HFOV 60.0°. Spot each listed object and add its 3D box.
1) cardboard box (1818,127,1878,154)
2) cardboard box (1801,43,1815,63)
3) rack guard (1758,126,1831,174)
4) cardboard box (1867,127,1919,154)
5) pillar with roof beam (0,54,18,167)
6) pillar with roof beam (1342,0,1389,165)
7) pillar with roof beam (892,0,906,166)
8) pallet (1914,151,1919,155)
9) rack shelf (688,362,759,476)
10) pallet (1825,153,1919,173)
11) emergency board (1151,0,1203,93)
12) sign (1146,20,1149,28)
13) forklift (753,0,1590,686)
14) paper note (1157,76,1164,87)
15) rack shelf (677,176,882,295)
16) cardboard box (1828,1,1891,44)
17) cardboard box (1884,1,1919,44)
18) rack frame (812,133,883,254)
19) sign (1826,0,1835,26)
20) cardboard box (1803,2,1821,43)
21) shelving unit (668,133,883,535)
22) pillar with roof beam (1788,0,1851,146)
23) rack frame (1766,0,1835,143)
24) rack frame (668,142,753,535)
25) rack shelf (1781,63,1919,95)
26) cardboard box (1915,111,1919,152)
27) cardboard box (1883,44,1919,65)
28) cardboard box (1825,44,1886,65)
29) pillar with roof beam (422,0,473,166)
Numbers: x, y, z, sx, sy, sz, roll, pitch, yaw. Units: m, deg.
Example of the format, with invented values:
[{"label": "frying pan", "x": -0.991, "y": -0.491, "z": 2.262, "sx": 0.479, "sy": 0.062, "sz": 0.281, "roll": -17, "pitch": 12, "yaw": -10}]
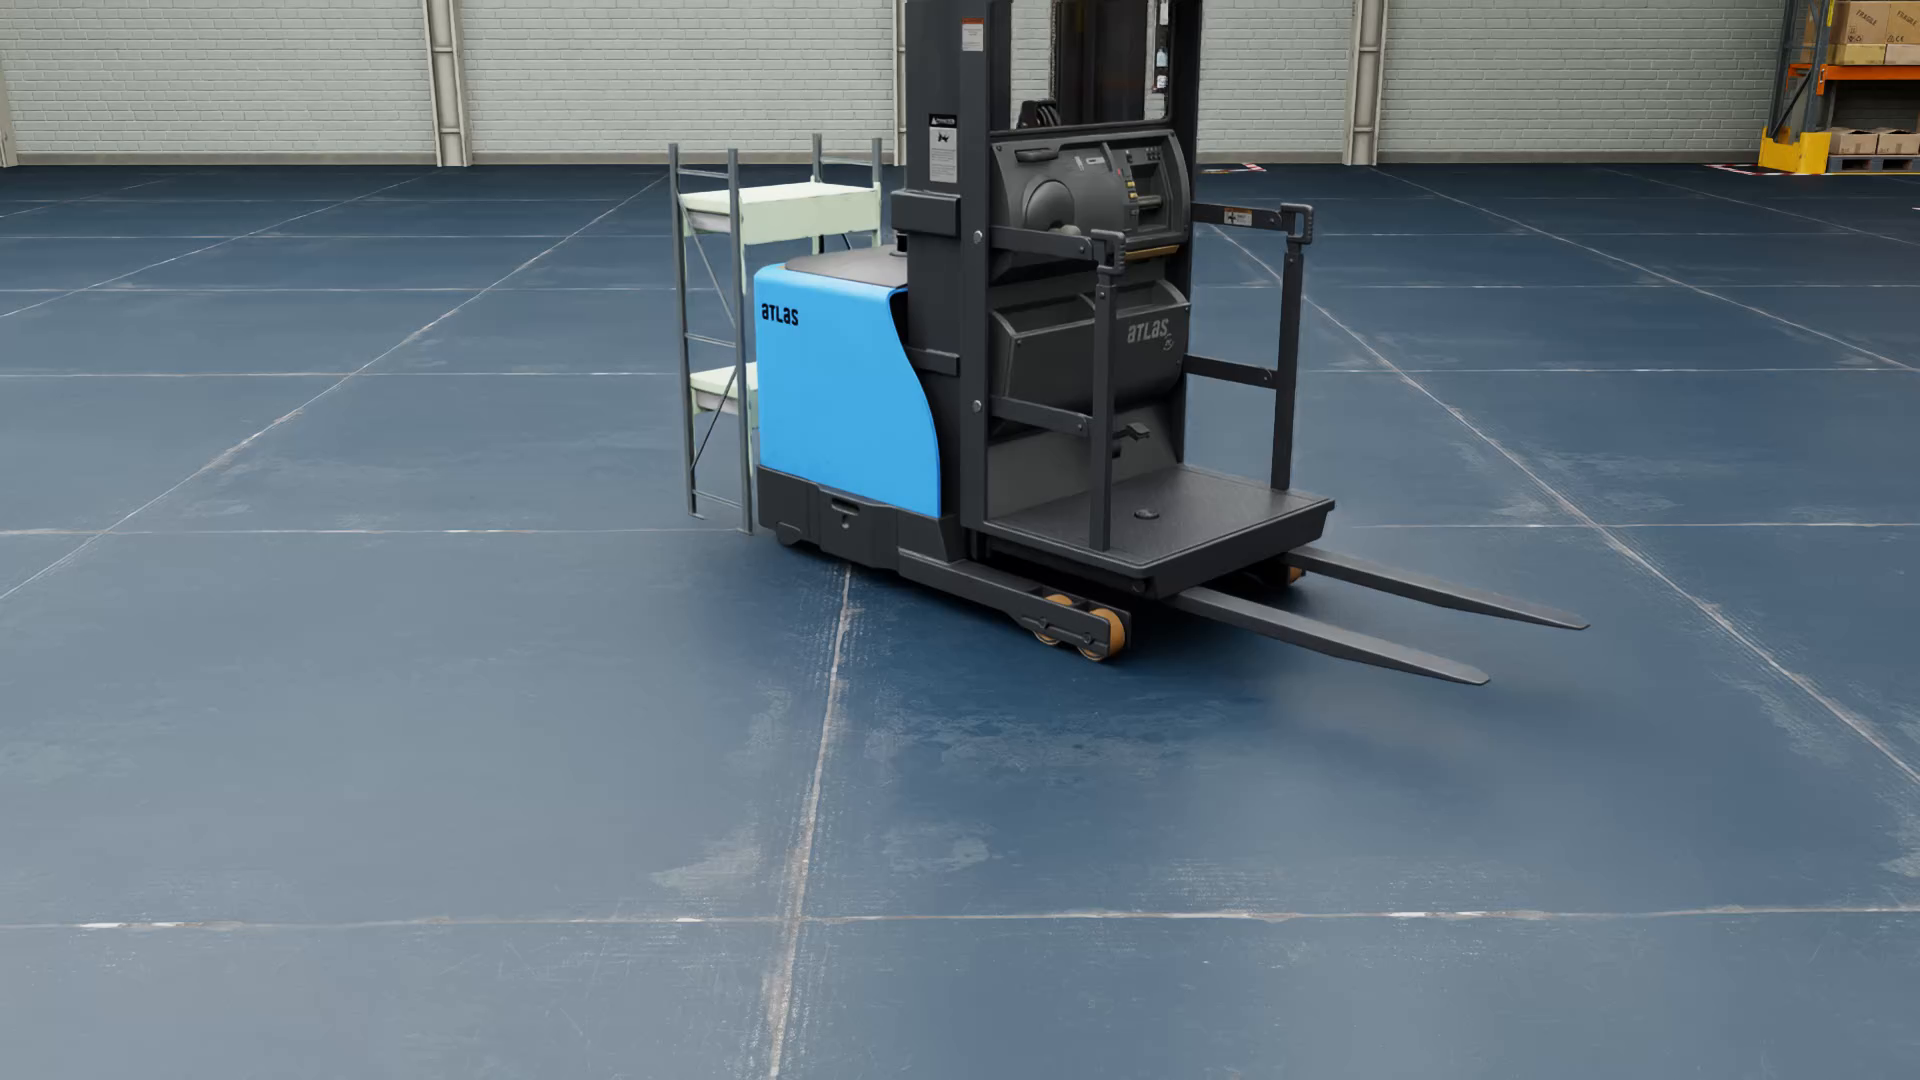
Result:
[{"label": "cardboard box", "x": 11.328, "y": -5.111, "z": 21.250, "sx": 0.500, "sy": 0.311, "sz": 0.500, "roll": -2, "pitch": 18, "yaw": -7}, {"label": "cardboard box", "x": 11.099, "y": -6.205, "z": 21.193, "sx": 0.500, "sy": 0.250, "sz": 0.500, "roll": 0, "pitch": 18, "yaw": 0}, {"label": "rack guard", "x": 10.711, "y": -5.016, "z": 21.365, "sx": 0.348, "sy": 0.500, "sz": 1.175, "roll": 0, "pitch": 18, "yaw": -1}, {"label": "cardboard box", "x": 11.898, "y": -5.113, "z": 21.258, "sx": 0.500, "sy": 0.311, "sz": 0.500, "roll": 1, "pitch": 18, "yaw": 4}, {"label": "pillar with roof beam", "x": -12.608, "y": -7.899, "z": 16.440, "sx": 0.400, "sy": 9.000, "sz": 9.100, "roll": 0, "pitch": 18, "yaw": -1}, {"label": "pillar with roof beam", "x": 5.390, "y": -7.986, "z": 16.710, "sx": 0.400, "sy": 9.000, "sz": 9.100, "roll": 0, "pitch": 18, "yaw": -1}, {"label": "pillar with roof beam", "x": -0.609, "y": -7.957, "z": 16.620, "sx": 0.400, "sy": 9.000, "sz": 9.100, "roll": 0, "pitch": 18, "yaw": -1}, {"label": "pallet", "x": 12.741, "y": -4.876, "z": 21.403, "sx": 1.213, "sy": 0.211, "sz": 1.003, "roll": 0, "pitch": 18, "yaw": -1}, {"label": "rack shelf", "x": -0.720, "y": -0.548, "z": 6.868, "sx": 0.431, "sy": 0.370, "sz": 0.720, "roll": 17, "pitch": 24, "yaw": 42}, {"label": "pallet", "x": 11.524, "y": -4.871, "z": 21.387, "sx": 1.213, "sy": 0.211, "sz": 1.003, "roll": 0, "pitch": 18, "yaw": -1}, {"label": "emergency board", "x": 2.850, "y": -6.444, "z": 21.725, "sx": 0.643, "sy": 1.169, "sz": 0.194, "roll": 0, "pitch": 18, "yaw": -1}, {"label": "sign", "x": 2.301, "y": -6.739, "z": 21.720, "sx": 0.331, "sy": 0.109, "sz": 0.001, "roll": 0, "pitch": 18, "yaw": -1}, {"label": "forklift", "x": 0.604, "y": -1.186, "z": 5.445, "sx": 1.130, "sy": 2.935, "sz": 3.031, "roll": -17, "pitch": 24, "yaw": -42}, {"label": "paper note", "x": 2.672, "y": -6.045, "z": 21.922, "sx": 0.142, "sy": 0.148, "sz": 0.016, "roll": 0, "pitch": 18, "yaw": -1}, {"label": "rack shelf", "x": -0.720, "y": -1.230, "z": 6.649, "sx": 0.431, "sy": 0.370, "sz": 0.720, "roll": 17, "pitch": 24, "yaw": 42}, {"label": "cardboard box", "x": 11.117, "y": -6.411, "z": 20.608, "sx": 0.500, "sy": 0.500, "sz": 0.500, "roll": 0, "pitch": 18, "yaw": -1}, {"label": "cardboard box", "x": 11.611, "y": -6.411, "z": 20.606, "sx": 0.500, "sy": 0.500, "sz": 0.500, "roll": 0, "pitch": 18, "yaw": -1}, {"label": "rack frame", "x": -0.464, "y": -0.938, "z": 7.018, "sx": 0.400, "sy": 1.500, "sz": 0.023, "roll": 17, "pitch": 24, "yaw": 42}, {"label": "sign", "x": 10.644, "y": -6.452, "z": 20.333, "sx": 0.005, "sy": 0.325, "sz": 0.100, "roll": 0, "pitch": 18, "yaw": -1}, {"label": "cardboard box", "x": 11.103, "y": -6.568, "z": 21.096, "sx": 0.500, "sy": 0.500, "sz": 0.500, "roll": 0, "pitch": 18, "yaw": -1}, {"label": "shelving unit", "x": -0.720, "y": -0.858, "z": 6.768, "sx": 0.431, "sy": 1.500, "sz": 0.755, "roll": 17, "pitch": 24, "yaw": 42}, {"label": "pillar with roof beam", "x": 11.389, "y": -8.015, "z": 16.801, "sx": 0.400, "sy": 9.000, "sz": 9.100, "roll": 0, "pitch": 18, "yaw": -1}, {"label": "rack frame", "x": 10.635, "y": -6.206, "z": 20.982, "sx": 0.127, "sy": 3.000, "sz": 1.000, "roll": 0, "pitch": 18, "yaw": -1}, {"label": "rack frame", "x": -0.975, "y": -0.778, "z": 6.518, "sx": 0.400, "sy": 1.500, "sz": 0.023, "roll": 17, "pitch": 24, "yaw": 42}, {"label": "rack shelf", "x": 12.635, "y": -5.873, "z": 21.122, "sx": 4.000, "sy": 0.370, "sz": 1.077, "roll": 0, "pitch": 18, "yaw": -1}, {"label": "cardboard box", "x": 12.632, "y": -5.192, "z": 21.193, "sx": 0.500, "sy": 0.500, "sz": 0.700, "roll": -1, "pitch": 18, "yaw": -4}, {"label": "cardboard box", "x": 11.647, "y": -6.056, "z": 20.728, "sx": 0.500, "sy": 0.250, "sz": 0.500, "roll": -1, "pitch": 18, "yaw": -3}, {"label": "cardboard box", "x": 11.128, "y": -6.049, "z": 20.707, "sx": 0.500, "sy": 0.250, "sz": 0.500, "roll": -1, "pitch": 18, "yaw": -2}, {"label": "pillar with roof beam", "x": -6.609, "y": -7.928, "z": 16.530, "sx": 0.400, "sy": 9.000, "sz": 9.100, "roll": 0, "pitch": 18, "yaw": -1}]
